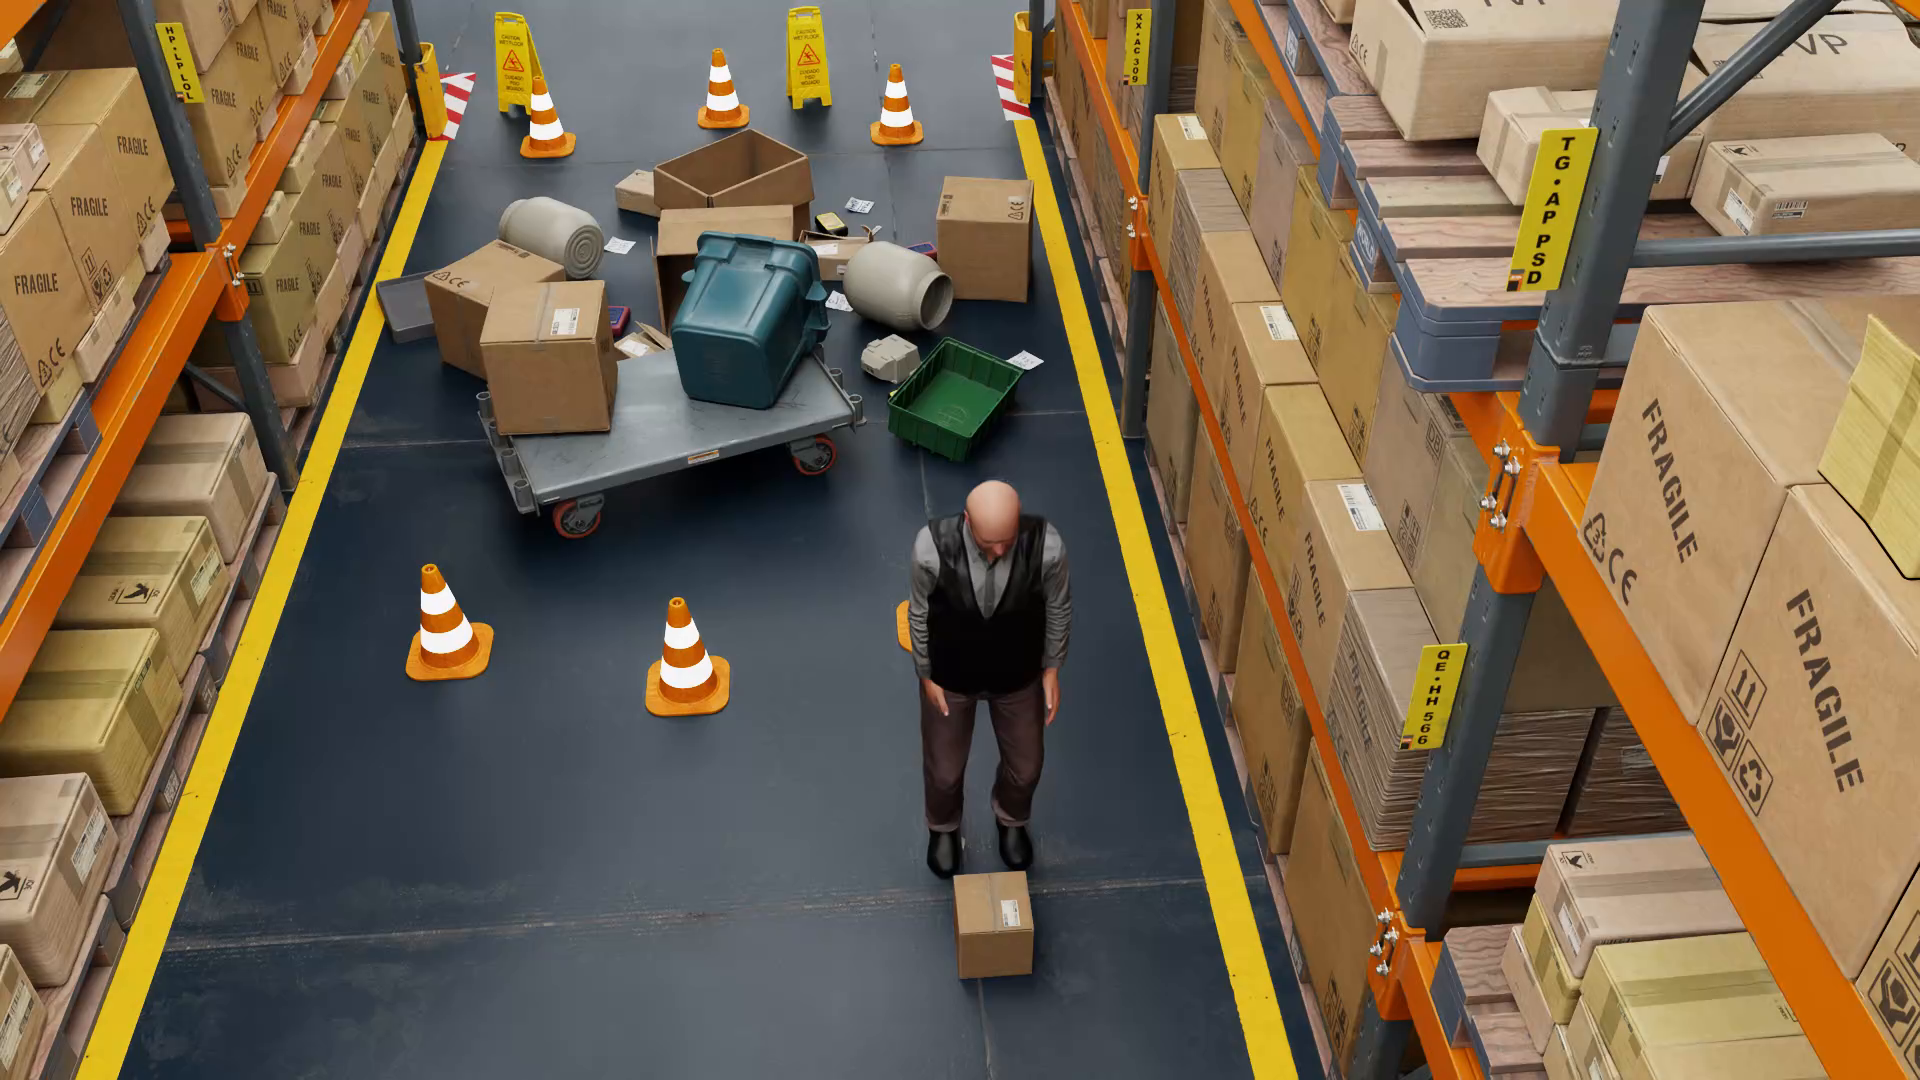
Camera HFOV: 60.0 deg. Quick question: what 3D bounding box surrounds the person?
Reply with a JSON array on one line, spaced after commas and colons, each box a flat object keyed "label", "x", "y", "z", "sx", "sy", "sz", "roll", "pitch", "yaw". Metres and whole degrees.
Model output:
[{"label": "person", "x": 0.100, "y": 0.428, "z": 5.623, "sx": 0.549, "sy": 1.629, "sz": 0.397, "roll": -2, "pitch": 39, "yaw": -3}]
